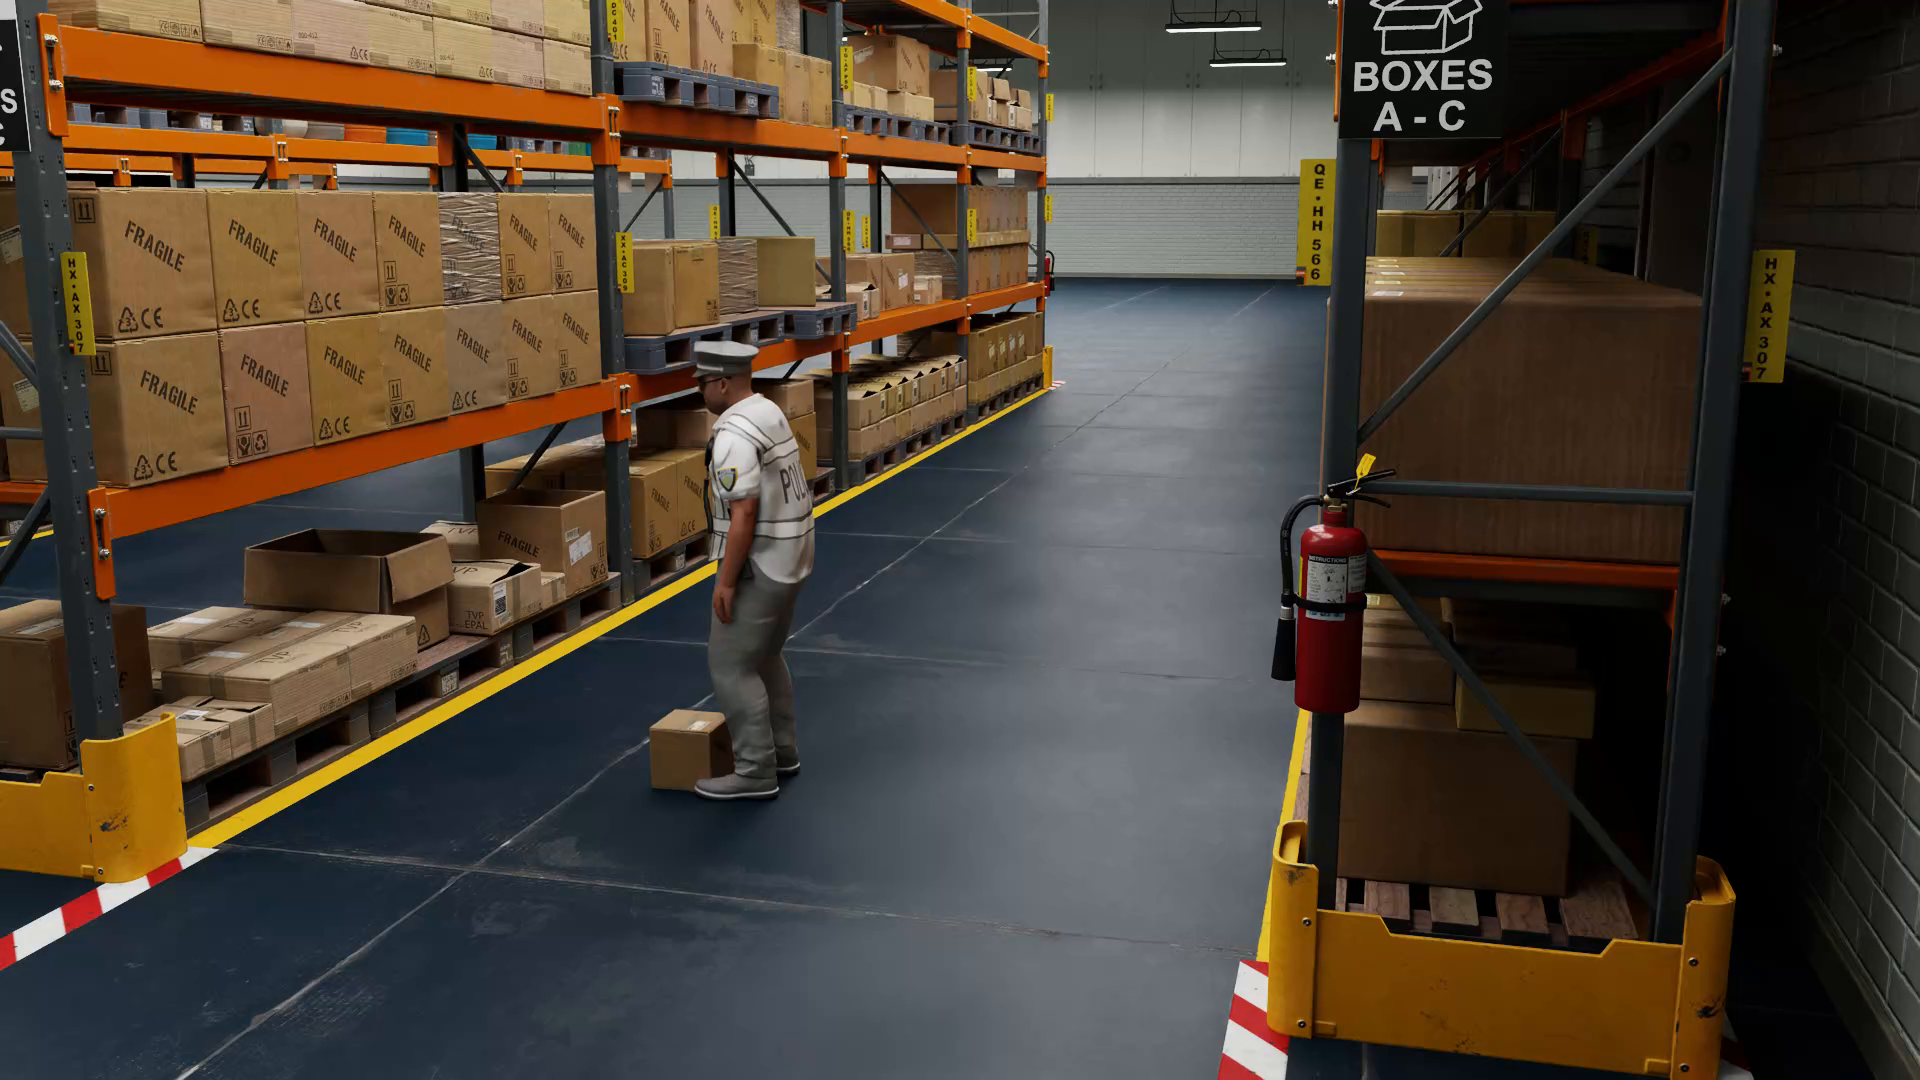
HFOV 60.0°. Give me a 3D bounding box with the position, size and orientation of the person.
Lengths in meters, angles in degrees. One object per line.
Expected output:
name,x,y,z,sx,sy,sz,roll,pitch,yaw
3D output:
person,-0.787,0.112,6.374,0.438,1.747,0.596,2,12,11
